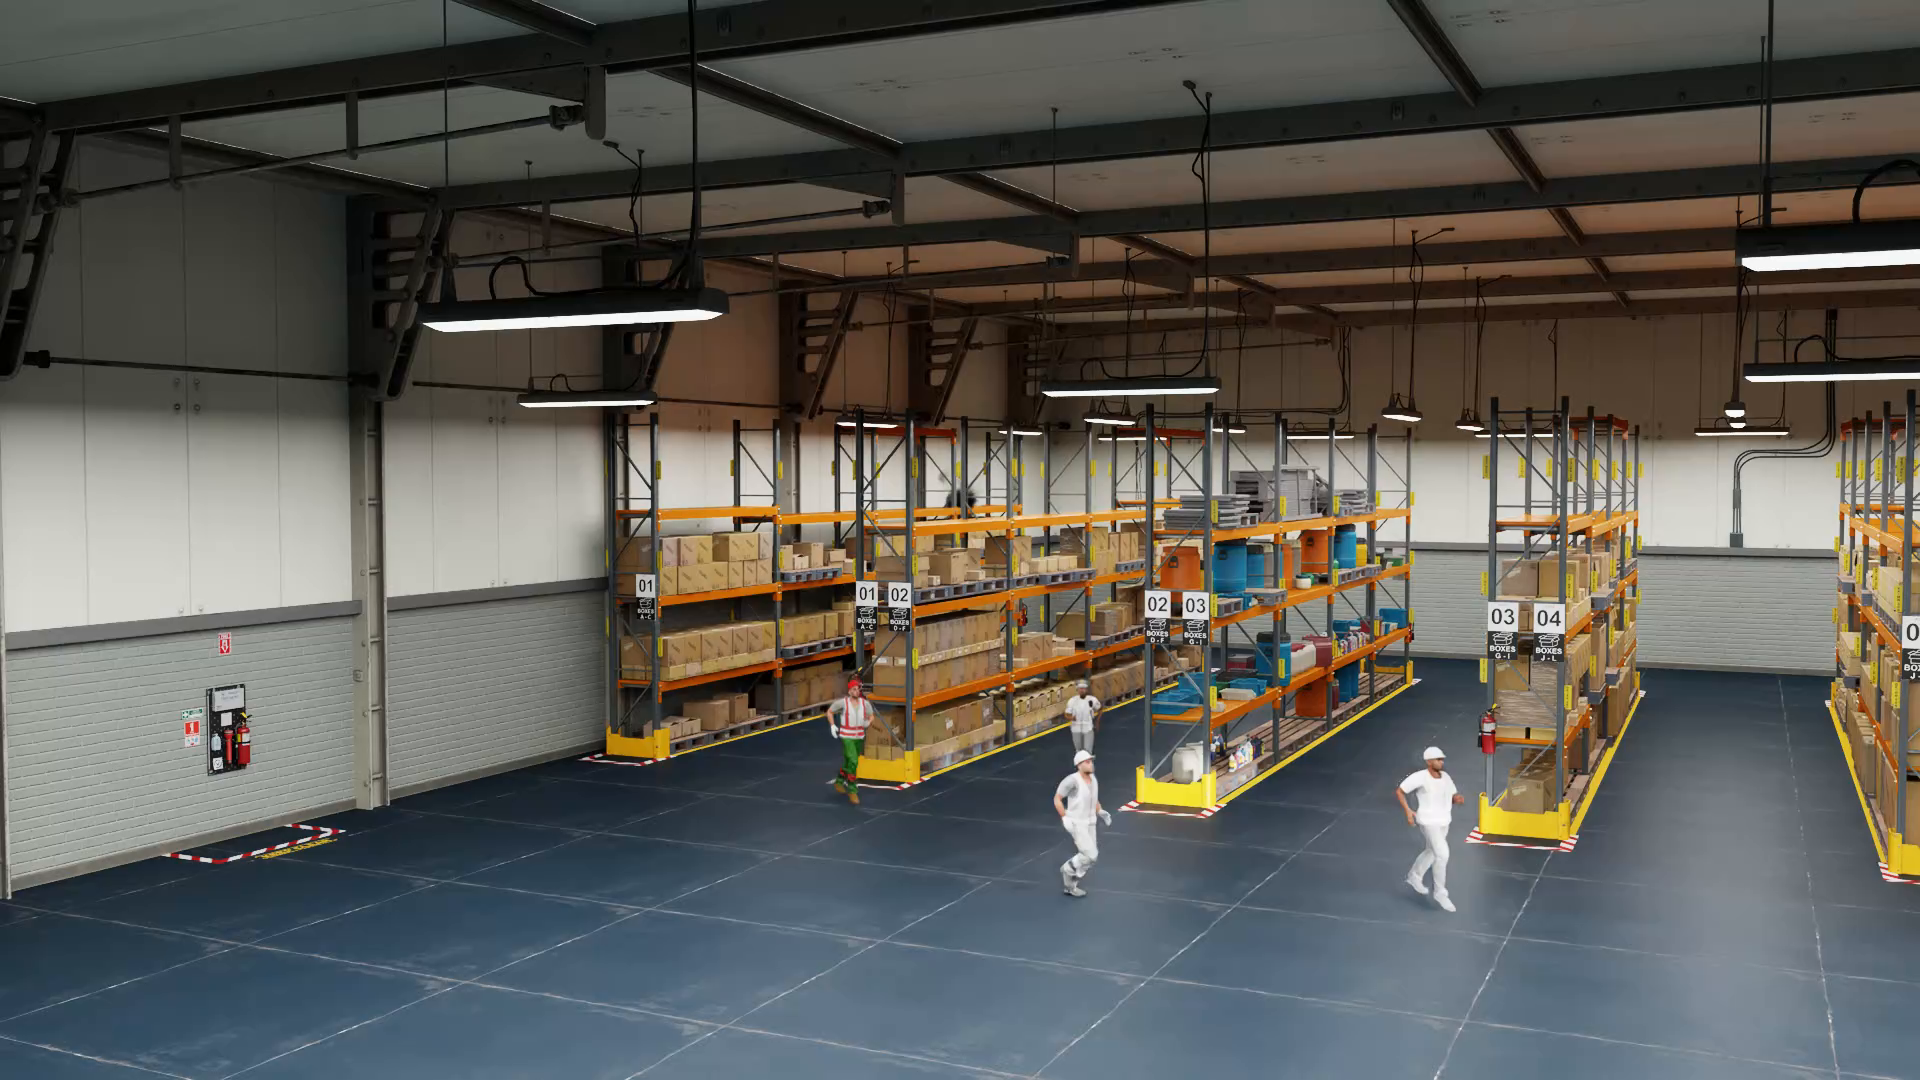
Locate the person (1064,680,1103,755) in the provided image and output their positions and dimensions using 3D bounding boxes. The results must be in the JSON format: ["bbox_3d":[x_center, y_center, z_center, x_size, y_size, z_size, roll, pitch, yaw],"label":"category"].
[{"bbox_3d":[1.928,3.043,26.148,0.575,1.735,0.857,1,2,15],"label":"person"}]

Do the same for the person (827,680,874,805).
[{"bbox_3d":[-1.632,3.030,25.262,0.667,1.818,0.860,-2,3,-36],"label":"person"}]

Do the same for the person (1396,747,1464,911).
[{"bbox_3d":[5.463,3.300,19.228,0.677,1.823,0.807,-2,3,-36],"label":"person"}]

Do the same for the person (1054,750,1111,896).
[{"bbox_3d":[1.451,3.322,19.450,0.590,1.719,0.608,2,3,44],"label":"person"}]
